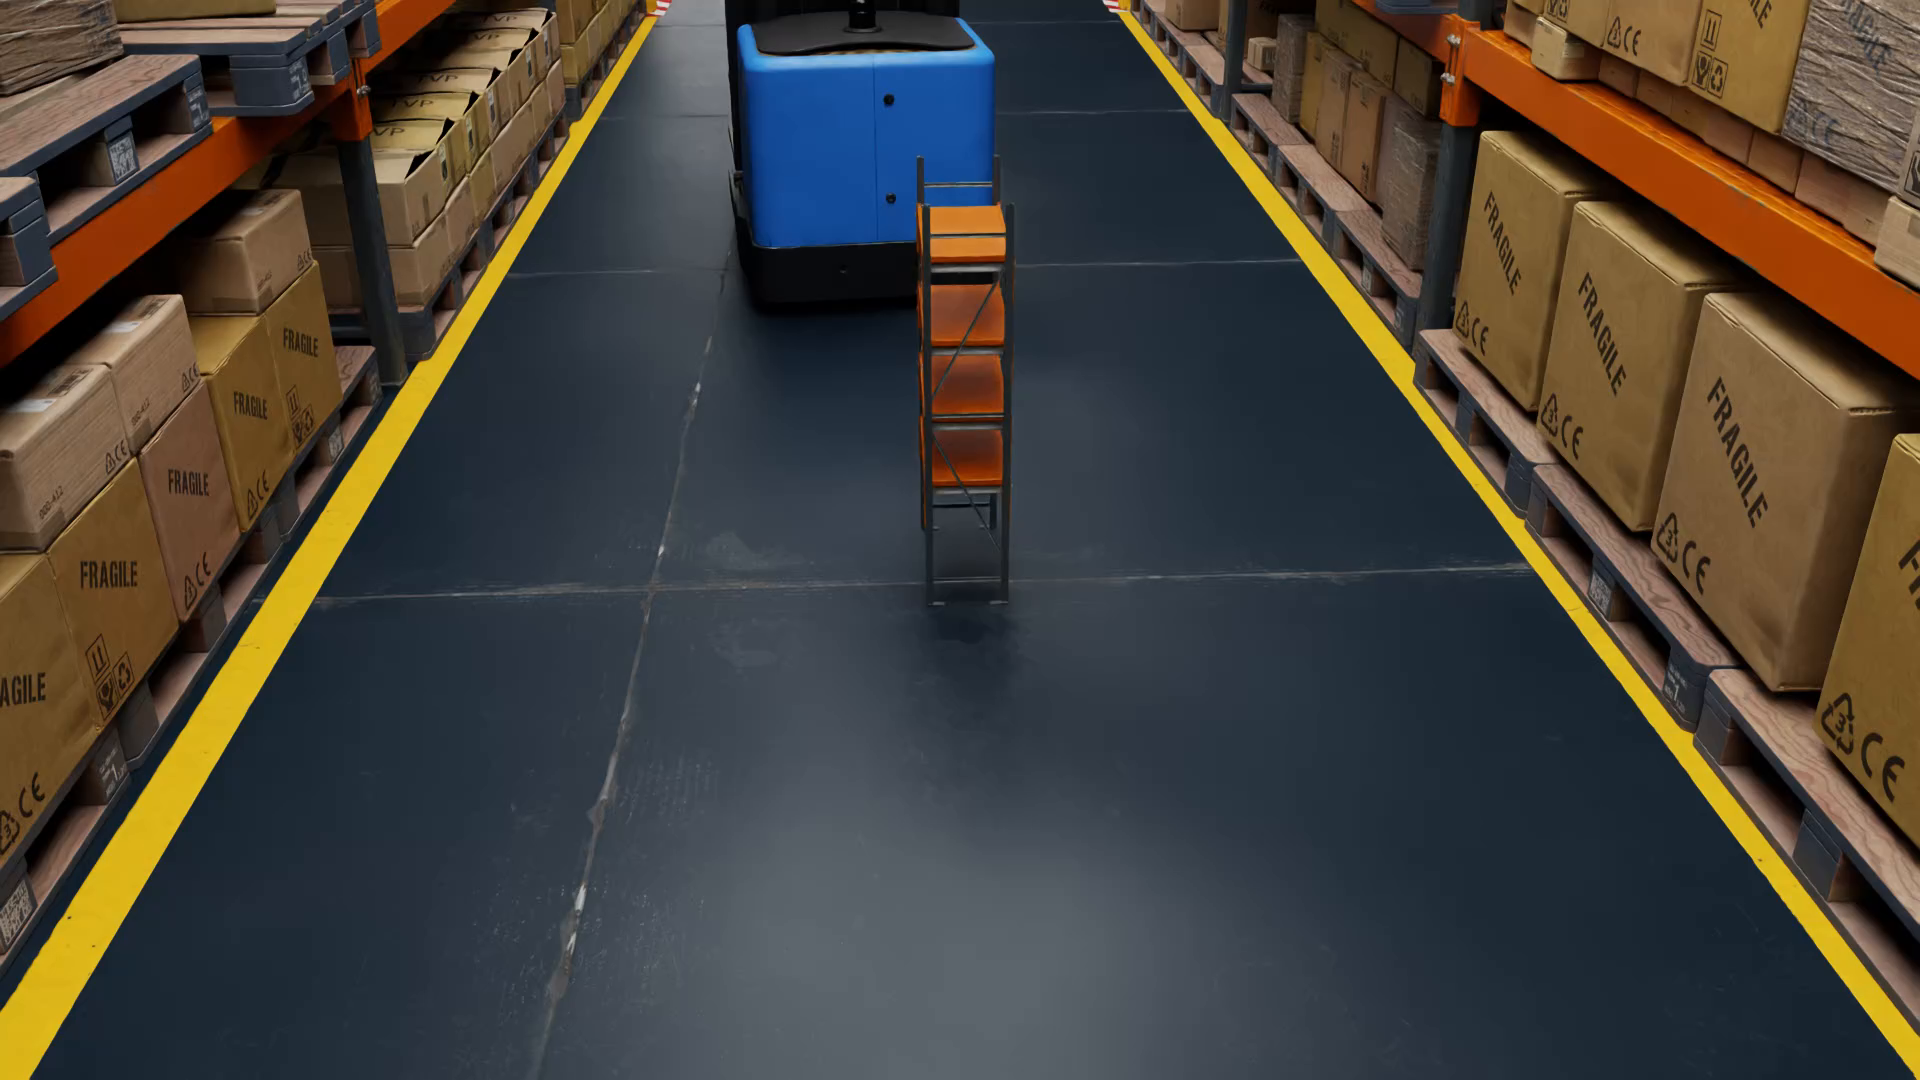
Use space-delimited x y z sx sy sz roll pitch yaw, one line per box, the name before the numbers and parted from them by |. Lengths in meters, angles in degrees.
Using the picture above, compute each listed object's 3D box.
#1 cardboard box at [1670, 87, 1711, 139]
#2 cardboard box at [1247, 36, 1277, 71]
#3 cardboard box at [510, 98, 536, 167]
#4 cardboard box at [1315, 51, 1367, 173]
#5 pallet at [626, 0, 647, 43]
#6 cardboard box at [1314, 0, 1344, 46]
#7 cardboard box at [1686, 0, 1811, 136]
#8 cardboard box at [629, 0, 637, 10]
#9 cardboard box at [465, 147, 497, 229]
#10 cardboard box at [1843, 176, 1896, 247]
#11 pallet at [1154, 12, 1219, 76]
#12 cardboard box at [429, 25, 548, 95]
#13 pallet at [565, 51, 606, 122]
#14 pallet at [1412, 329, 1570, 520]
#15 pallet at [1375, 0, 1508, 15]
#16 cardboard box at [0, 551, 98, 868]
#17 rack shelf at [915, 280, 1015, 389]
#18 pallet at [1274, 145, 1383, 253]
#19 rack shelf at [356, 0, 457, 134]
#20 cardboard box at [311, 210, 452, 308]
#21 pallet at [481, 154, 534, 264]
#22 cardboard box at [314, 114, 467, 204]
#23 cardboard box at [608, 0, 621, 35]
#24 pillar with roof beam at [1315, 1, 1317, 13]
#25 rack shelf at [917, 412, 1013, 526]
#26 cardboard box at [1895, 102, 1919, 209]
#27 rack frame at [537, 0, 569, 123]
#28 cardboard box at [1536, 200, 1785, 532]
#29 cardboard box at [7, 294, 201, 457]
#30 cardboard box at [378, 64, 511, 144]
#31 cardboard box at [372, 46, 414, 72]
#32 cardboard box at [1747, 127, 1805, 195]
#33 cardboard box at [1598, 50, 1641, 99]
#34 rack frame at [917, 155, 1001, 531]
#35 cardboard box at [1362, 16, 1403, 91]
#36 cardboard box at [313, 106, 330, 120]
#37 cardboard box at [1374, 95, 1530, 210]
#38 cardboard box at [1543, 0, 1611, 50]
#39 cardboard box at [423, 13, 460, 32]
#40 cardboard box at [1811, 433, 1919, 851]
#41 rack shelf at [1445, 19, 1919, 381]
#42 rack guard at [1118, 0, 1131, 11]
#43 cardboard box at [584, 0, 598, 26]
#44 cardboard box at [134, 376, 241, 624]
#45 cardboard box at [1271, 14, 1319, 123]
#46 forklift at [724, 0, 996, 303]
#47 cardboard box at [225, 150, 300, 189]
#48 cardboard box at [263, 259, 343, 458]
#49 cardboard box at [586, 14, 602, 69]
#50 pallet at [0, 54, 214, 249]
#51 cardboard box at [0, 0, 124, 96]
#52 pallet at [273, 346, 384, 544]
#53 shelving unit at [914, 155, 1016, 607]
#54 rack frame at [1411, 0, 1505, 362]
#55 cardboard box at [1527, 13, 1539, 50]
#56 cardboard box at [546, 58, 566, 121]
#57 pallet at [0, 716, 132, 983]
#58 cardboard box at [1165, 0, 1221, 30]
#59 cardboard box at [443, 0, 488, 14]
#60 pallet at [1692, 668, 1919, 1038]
cardboard box | 2.189 -1.193 4.543 0.380 0.149 0.250 -1 28 -2
cardboard box | 2.041 -3.079 10.497 0.380 0.166 0.250 -5 28 -9
cardboard box | -2.485 -2.085 8.523 0.500 0.250 0.500 -1 28 -2
cardboard box | 2.218 -2.167 8.388 0.700 0.500 0.500 -1 28 -2
pallet | -2.975 -4.031 12.750 1.003 0.211 1.213 -1 28 -3
cardboard box | 2.181 -2.770 8.734 0.500 0.250 0.500 -2 28 -4
cardboard box | 2.156 -1.289 4.027 0.500 0.500 0.500 -1 28 -1
cardboard box | -2.695 -4.115 12.416 0.500 0.250 0.500 -1 28 -3
cardboard box | -2.433 -1.613 7.618 0.500 0.250 0.500 -2 28 -4
cardboard box | 2.192 -0.718 3.632 0.380 0.149 0.250 -1 28 -3
pallet | 1.962 -3.531 11.792 1.003 0.211 1.213 -1 28 -3
cardboard box | -2.507 -2.568 8.842 0.500 0.311 0.500 -1 28 -1
pallet | -2.847 -2.904 10.590 1.003 0.211 1.213 -1 28 -3
pallet | 2.274 -0.444 5.873 1.003 0.211 1.213 -1 28 -3
pallet | 2.164 -2.288 6.600 1.213 0.211 1.003 -1 28 -3
cardboard box | -2.251 0.360 3.543 0.500 0.500 0.500 -1 28 -2
rack shelf | 0.009 -0.594 4.754 0.258 0.148 0.480 -1 28 -3
pallet | 2.208 -1.733 8.344 1.003 0.211 1.213 -1 28 -3
rack shelf | -2.743 -2.530 7.634 1.077 0.370 4.000 -1 28 -3
cardboard box | -2.373 -1.141 6.713 0.500 0.250 0.500 -1 28 -3
pallet | -2.703 -1.632 8.150 1.003 0.211 1.213 -1 28 -3
cardboard box | -2.409 -1.632 7.048 0.500 0.311 0.500 -2 28 -4
cardboard box | -2.643 -3.654 11.531 0.500 0.250 0.500 -1 28 -3
pillar with roof beam | -1.508 -7.994 10.847 9.100 9.000 0.400 -1 28 -3
rack shelf | 0.009 -0.220 4.949 0.258 0.148 0.480 -1 28 -3
cardboard box | 2.205 -0.827 3.140 0.500 0.500 0.500 -1 28 -2
rack frame | -2.848 -3.772 9.239 1.000 3.000 0.127 -1 28 -3
cardboard box | 2.255 -0.532 4.897 0.750 0.750 0.750 -2 28 -3
cardboard box | -2.291 -0.420 4.227 0.500 0.250 0.500 -2 28 -4
cardboard box | -2.460 -2.105 7.955 0.500 0.311 0.500 -2 28 -3
cardboard box | -3.026 -2.321 8.369 0.500 0.311 0.500 -2 28 -4
cardboard box | 2.192 -0.956 4.090 0.380 0.149 0.250 -1 28 -1
cardboard box | 2.164 -1.432 5.001 0.380 0.149 0.250 -2 28 -3
rack frame | -0.004 -0.568 5.042 0.240 1.200 0.015 -1 28 -3
cardboard box | 2.219 -2.299 7.830 0.500 0.250 0.500 -2 28 -3
cardboard box | -2.969 -1.850 7.465 0.500 0.311 0.500 -2 28 -3
cardboard box | 2.308 -1.705 7.503 0.700 0.500 0.500 -1 28 -3
cardboard box | 2.096 -1.759 4.927 0.500 0.500 0.500 0 28 -1
cardboard box | -3.075 -2.791 9.270 0.500 0.311 0.500 -1 28 -2
cardboard box | 2.353 0.271 3.357 0.750 0.750 0.750 -1 28 -2
rack shelf | 2.412 -0.804 4.325 1.077 0.370 4.000 -1 28 -3
rack guard | 1.894 -4.597 13.524 1.175 0.500 0.348 -1 28 -3
cardboard box | -2.593 -3.524 10.472 0.500 0.500 0.500 -1 28 -3
cardboard box | -2.295 -0.104 4.433 0.500 0.500 0.500 -2 28 -5
cardboard box | 2.154 -2.641 9.297 0.700 0.500 0.500 0 28 -1
forklift | -0.586 -2.956 7.749 1.130 2.935 3.031 -4 28 -8
cardboard box | -2.912 -1.377 6.558 0.500 0.311 0.500 -1 28 -1
cardboard box | -2.355 -0.585 5.356 0.500 0.500 0.500 0 28 -1
cardboard box | -2.590 -3.192 10.645 0.500 0.250 0.500 -1 28 -3
pallet | -2.533 -0.942 4.020 1.003 0.211 1.213 -1 28 -3
cardboard box | -2.636 -1.440 4.206 0.700 0.500 0.500 4 28 7
pallet | -2.637 -0.343 5.679 1.003 0.211 1.213 -1 28 -3
shelving unit | 0.009 -0.456 4.826 0.258 1.200 0.503 -1 28 -3
rack frame | 2.308 -2.046 5.930 1.000 3.000 0.127 -1 28 -3
cardboard box | 2.098 -1.670 5.457 0.380 0.149 0.250 -1 28 -2
cardboard box | -2.536 -2.555 9.424 0.500 0.250 0.500 -2 28 -3
pallet | -2.510 0.784 3.519 1.003 0.211 1.213 -1 28 -3
cardboard box | 1.855 -3.903 11.716 0.700 0.500 0.500 -3 28 -6
cardboard box | -3.104 -3.512 10.448 0.500 0.500 0.500 -1 28 -3
pallet | 2.401 0.683 3.712 1.003 0.211 1.213 -1 28 -3
